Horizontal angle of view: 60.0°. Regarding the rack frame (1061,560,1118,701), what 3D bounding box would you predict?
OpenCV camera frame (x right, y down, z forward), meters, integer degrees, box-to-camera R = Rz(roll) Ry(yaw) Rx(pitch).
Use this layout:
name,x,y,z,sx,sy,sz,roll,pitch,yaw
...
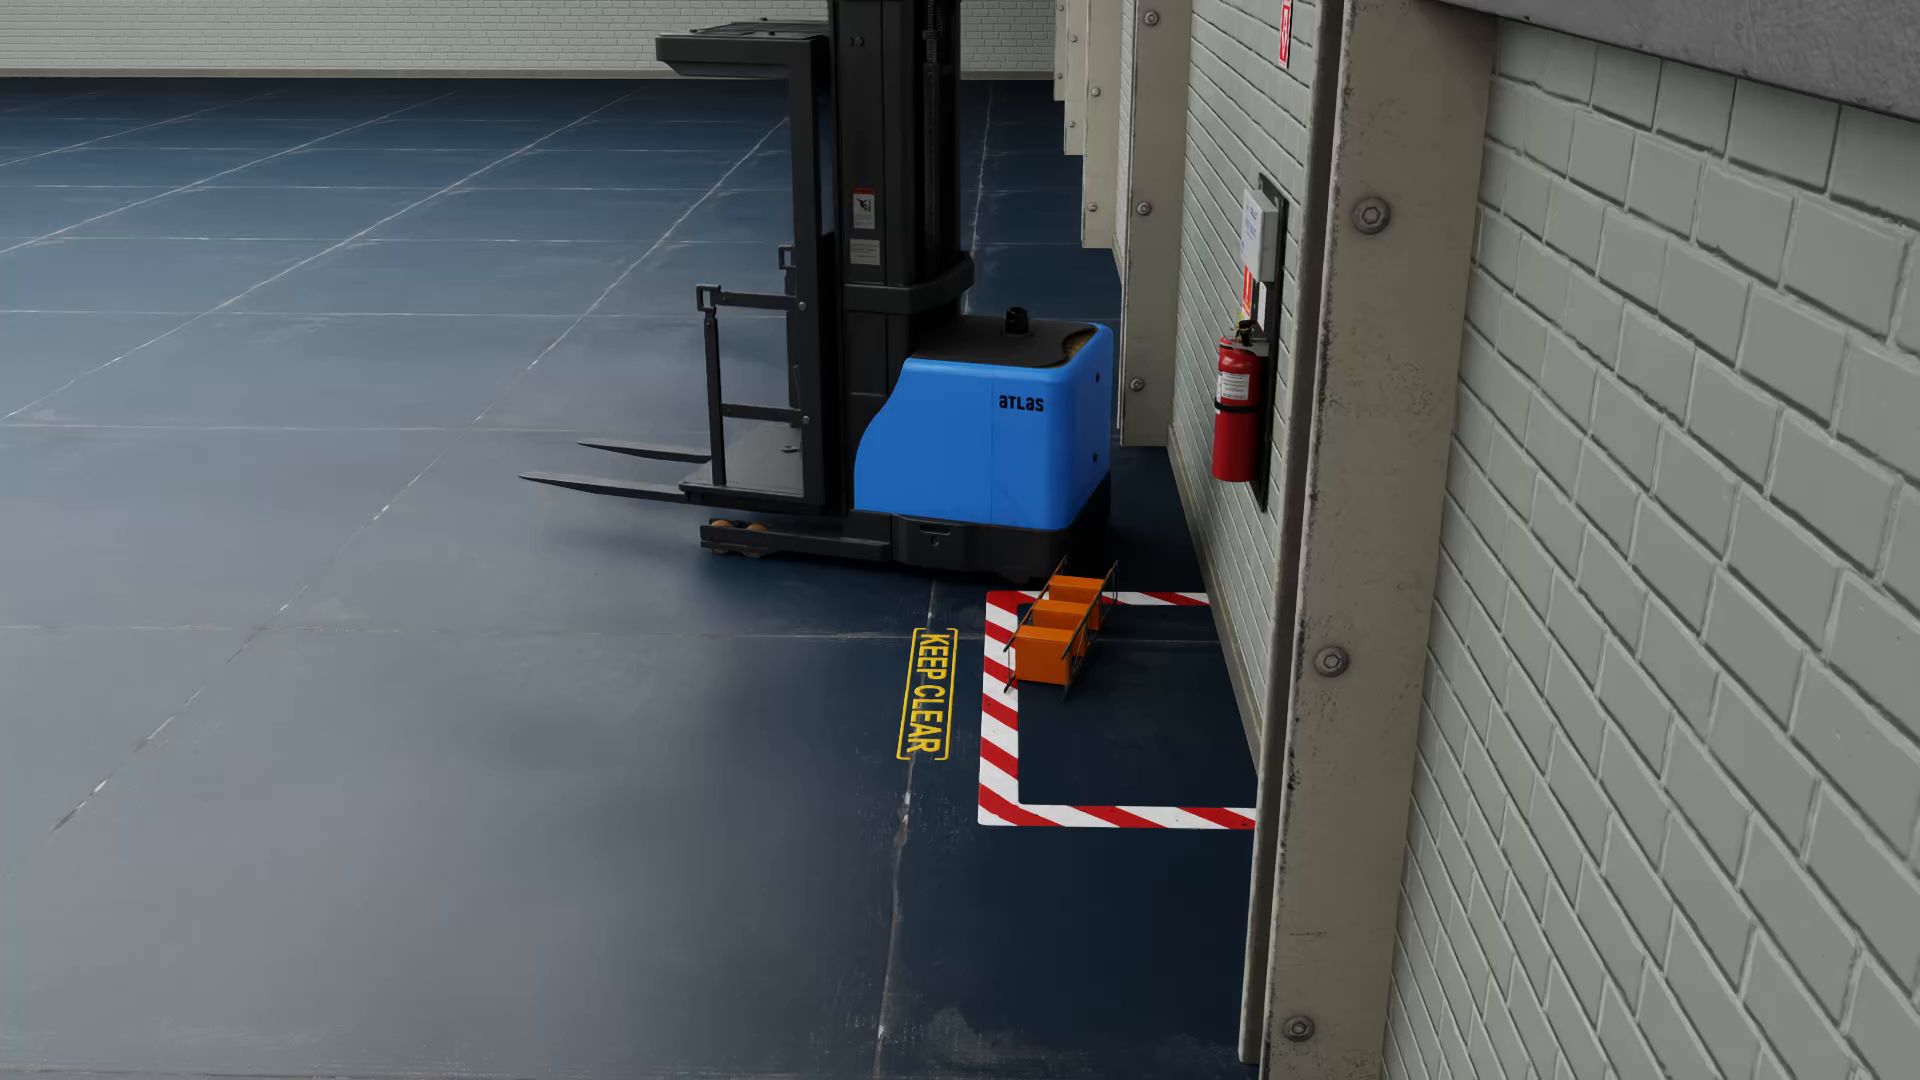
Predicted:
name,x,y,z,sx,sy,sz,roll,pitch,yaw
rack frame,0.571,0.376,7.233,0.008,0.200,1.050,6,23,16

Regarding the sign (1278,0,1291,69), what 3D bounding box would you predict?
name,x,y,z,sx,sy,sz,roll,pitch,yaw
sign,1.158,-1.840,5.921,0.001,0.298,0.199,1,21,2

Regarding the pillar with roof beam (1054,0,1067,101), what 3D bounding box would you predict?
name,x,y,z,sx,sy,sz,roll,pitch,yaw
pillar with roof beam,-2.628,-11.386,25.435,9.100,9.000,0.400,1,21,2

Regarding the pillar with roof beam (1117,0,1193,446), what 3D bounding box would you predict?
name,x,y,z,sx,sy,sz,roll,pitch,yaw
pillar with roof beam,-3.175,-4.878,8.661,9.100,9.000,0.400,1,21,2

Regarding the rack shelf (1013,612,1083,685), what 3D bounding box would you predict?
name,x,y,z,sx,sy,sz,roll,pitch,yaw
rack shelf,0.373,0.463,7.026,0.240,0.215,0.259,6,23,16

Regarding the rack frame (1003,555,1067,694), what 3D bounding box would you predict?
name,x,y,z,sx,sy,sz,roll,pitch,yaw
rack frame,0.338,0.353,7.302,0.008,0.200,1.050,6,23,16

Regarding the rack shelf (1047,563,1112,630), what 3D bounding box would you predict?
name,x,y,z,sx,sy,sz,roll,pitch,yaw
rack shelf,0.540,0.260,7.523,0.240,0.215,0.259,6,23,16

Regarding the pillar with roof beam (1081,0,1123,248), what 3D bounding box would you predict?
name,x,y,z,sx,sy,sz,roll,pitch,yaw
pillar with roof beam,-2.993,-7.048,14.253,9.100,9.000,0.400,1,21,2

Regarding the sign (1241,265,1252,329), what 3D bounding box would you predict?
name,x,y,z,sx,sy,sz,roll,pitch,yaw
sign,1.178,-0.973,6.841,0.001,0.329,0.234,1,21,2

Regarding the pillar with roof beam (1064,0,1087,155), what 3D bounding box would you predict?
name,x,y,z,sx,sy,sz,roll,pitch,yaw
pillar with roof beam,-2.810,-9.217,19.844,9.100,9.000,0.400,1,21,2

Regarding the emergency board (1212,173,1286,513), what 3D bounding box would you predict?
name,x,y,z,sx,sy,sz,roll,pitch,yaw
emergency board,1.058,-0.758,6.335,0.194,1.169,0.643,1,21,2

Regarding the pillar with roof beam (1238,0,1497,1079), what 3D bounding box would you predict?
name,x,y,z,sx,sy,sz,roll,pitch,yaw
pillar with roof beam,-3.358,-2.709,3.070,9.100,9.000,0.400,1,21,2

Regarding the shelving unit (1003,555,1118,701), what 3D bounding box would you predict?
name,x,y,z,sx,sy,sz,roll,pitch,yaw
shelving unit,0.454,0.364,7.268,0.252,0.215,1.050,6,23,16

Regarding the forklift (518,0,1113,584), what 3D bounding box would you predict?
name,x,y,z,sx,sy,sz,roll,pitch,yaw
forklift,-0.792,-1.449,8.213,3.031,2.935,1.130,6,22,16

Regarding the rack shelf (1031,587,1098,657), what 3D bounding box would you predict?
name,x,y,z,sx,sy,sz,roll,pitch,yaw
rack shelf,0.458,0.360,7.277,0.240,0.215,0.259,6,23,16
